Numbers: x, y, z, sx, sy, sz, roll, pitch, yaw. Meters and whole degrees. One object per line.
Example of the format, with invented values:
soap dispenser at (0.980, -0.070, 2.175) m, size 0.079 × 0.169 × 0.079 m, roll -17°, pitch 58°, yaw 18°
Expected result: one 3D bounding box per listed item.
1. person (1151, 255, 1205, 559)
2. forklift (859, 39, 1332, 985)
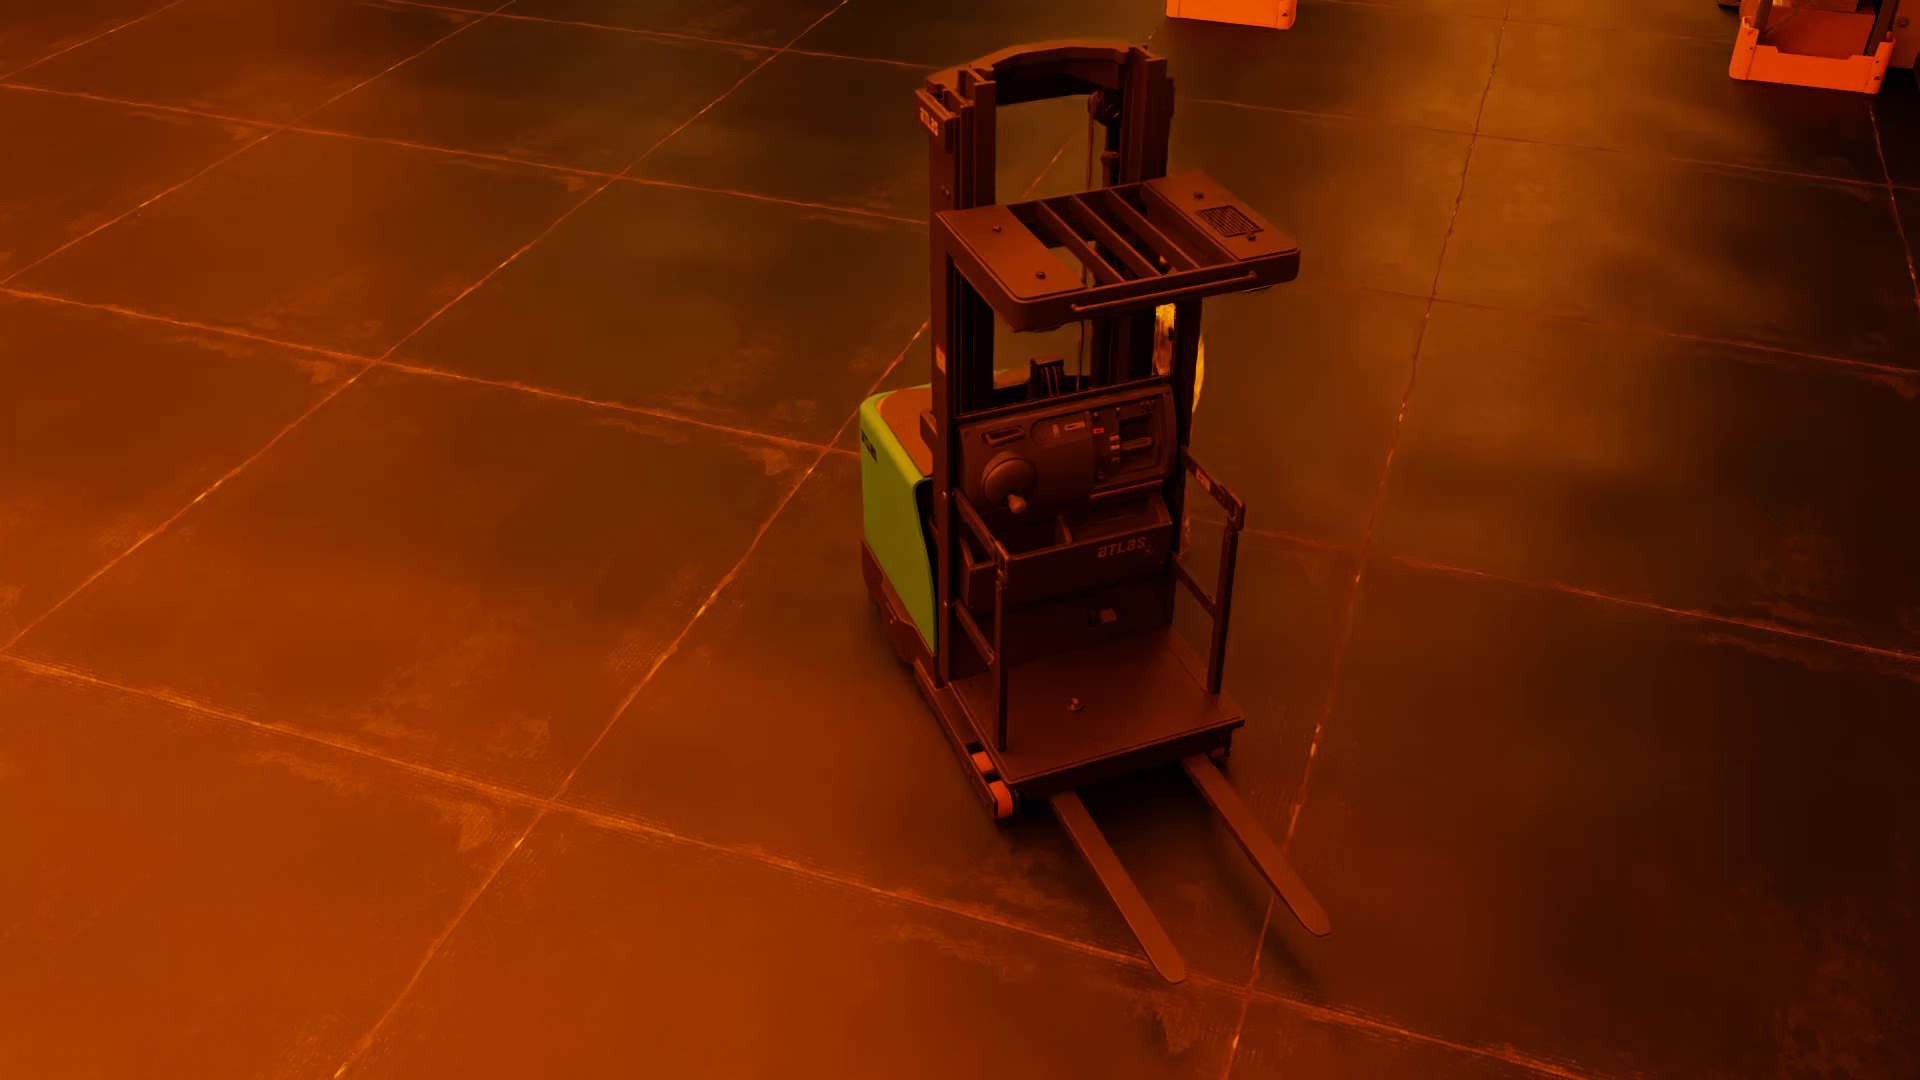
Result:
person at (0.941, -0.718, 8.244) m, size 0.376 × 1.642 × 0.713 m, roll -25°, pitch 43°, yaw -31°
forklift at (0.525, -0.297, 6.529) m, size 1.130 × 2.935 × 3.031 m, roll -13°, pitch 37°, yaw -17°
